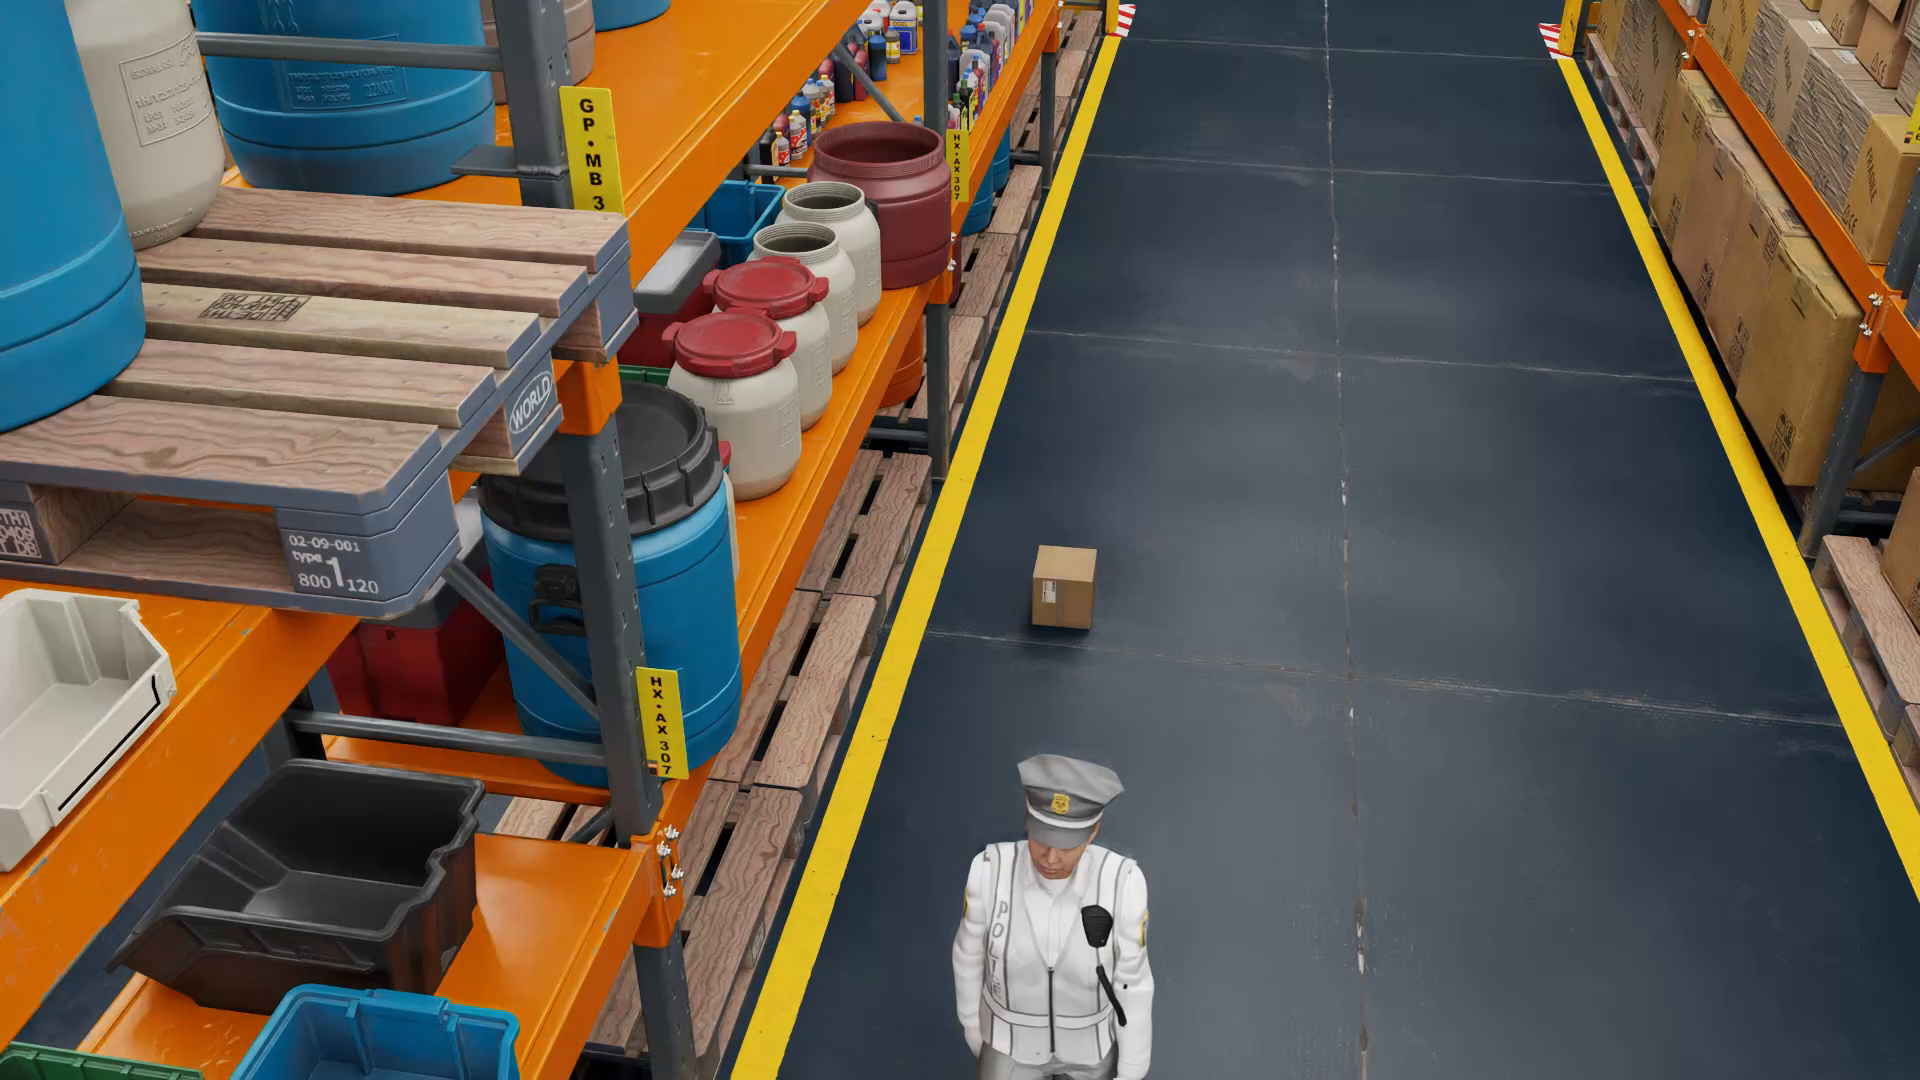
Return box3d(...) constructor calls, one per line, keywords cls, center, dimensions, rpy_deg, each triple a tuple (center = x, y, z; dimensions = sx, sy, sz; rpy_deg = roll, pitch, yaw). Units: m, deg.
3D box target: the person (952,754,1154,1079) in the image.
box3d(cls="person", center=(0.212, 1.265, 4.110), dimensions=(0.472, 1.703, 0.448), rpy_deg=(1, 33, 2))
